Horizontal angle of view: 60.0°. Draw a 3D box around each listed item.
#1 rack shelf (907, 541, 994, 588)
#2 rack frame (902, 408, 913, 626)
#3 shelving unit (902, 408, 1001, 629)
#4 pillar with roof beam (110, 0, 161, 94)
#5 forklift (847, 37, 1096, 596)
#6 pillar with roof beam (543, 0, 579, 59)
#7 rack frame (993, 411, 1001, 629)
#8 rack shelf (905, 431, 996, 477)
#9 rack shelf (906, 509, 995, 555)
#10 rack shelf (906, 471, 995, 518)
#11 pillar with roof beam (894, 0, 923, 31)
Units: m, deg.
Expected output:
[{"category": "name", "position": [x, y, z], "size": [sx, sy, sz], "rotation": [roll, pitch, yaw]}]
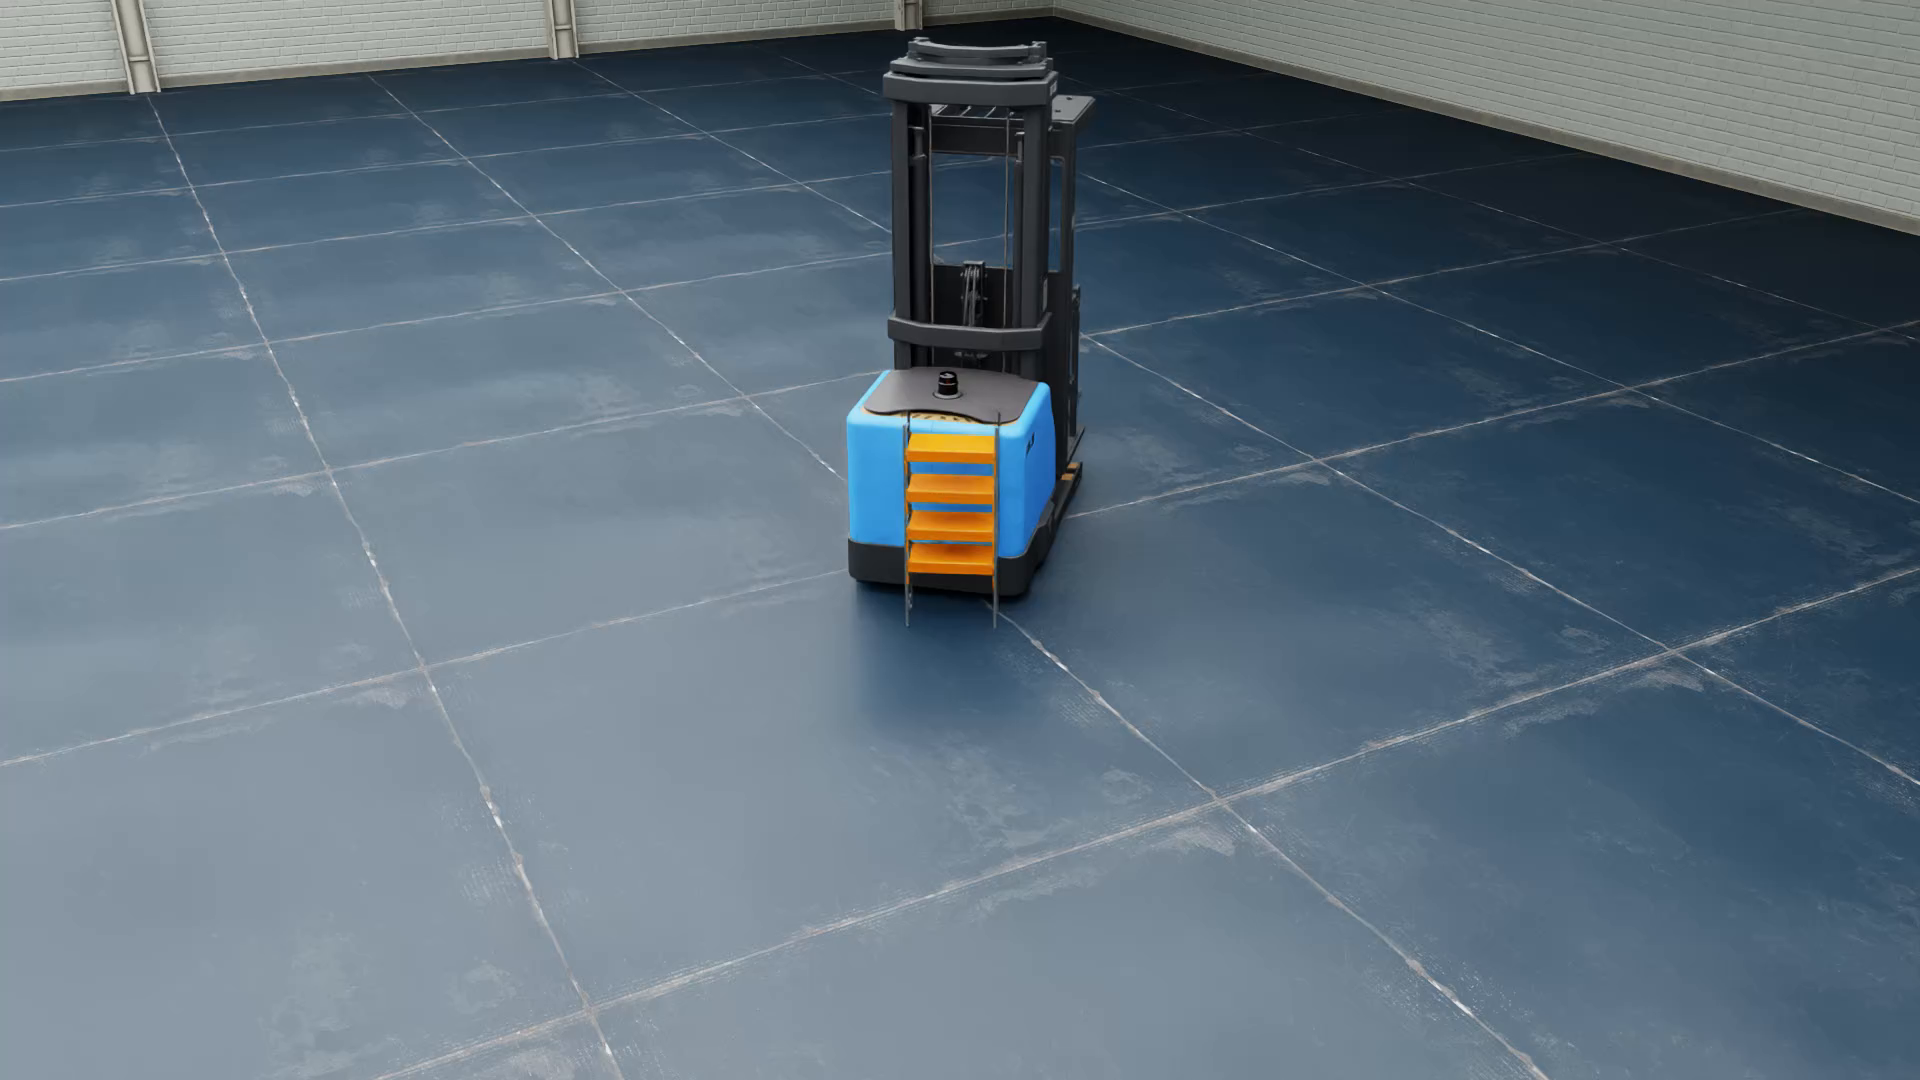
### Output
[{"category": "rack shelf", "position": [-0.042, 0.133, 9.202], "size": [0.480, 0.148, 0.258], "rotation": [2, 26, 4]}, {"category": "rack frame", "position": [-0.285, -0.116, 9.105], "size": [0.015, 1.200, 0.240], "rotation": [2, 26, 4]}, {"category": "shelving unit", "position": [-0.042, -0.107, 9.087], "size": [0.503, 1.200, 0.258], "rotation": [2, 26, 4]}, {"category": "pillar with roof beam", "position": [-9.447, -8.731, 18.037], "size": [0.400, 9.000, 9.100], "rotation": [-13, 29, -25]}, {"category": "forklift", "position": [0.194, -1.619, 10.236], "size": [1.130, 2.935, 3.031], "rotation": [6, 26, 12]}, {"category": "pillar with roof beam", "position": [-4.153, -9.953, 20.583], "size": [0.400, 9.000, 9.100], "rotation": [-13, 29, -25]}, {"category": "rack frame", "position": [0.201, -0.098, 9.069], "size": [0.015, 1.200, 0.240], "rotation": [2, 26, 4]}, {"category": "rack shelf", "position": [-0.042, -0.461, 8.917], "size": [0.480, 0.148, 0.258], "rotation": [2, 26, 4]}, {"category": "rack shelf", "position": [-0.042, -0.046, 9.116], "size": [0.480, 0.148, 0.258], "rotation": [2, 26, 4]}, {"category": "rack shelf", "position": [-0.042, -0.248, 9.019], "size": [0.480, 0.148, 0.258], "rotation": [2, 26, 4]}, {"category": "pillar with roof beam", "position": [1.142, -11.175, 23.128], "size": [0.400, 9.000, 9.100], "rotation": [-13, 29, -25]}]
